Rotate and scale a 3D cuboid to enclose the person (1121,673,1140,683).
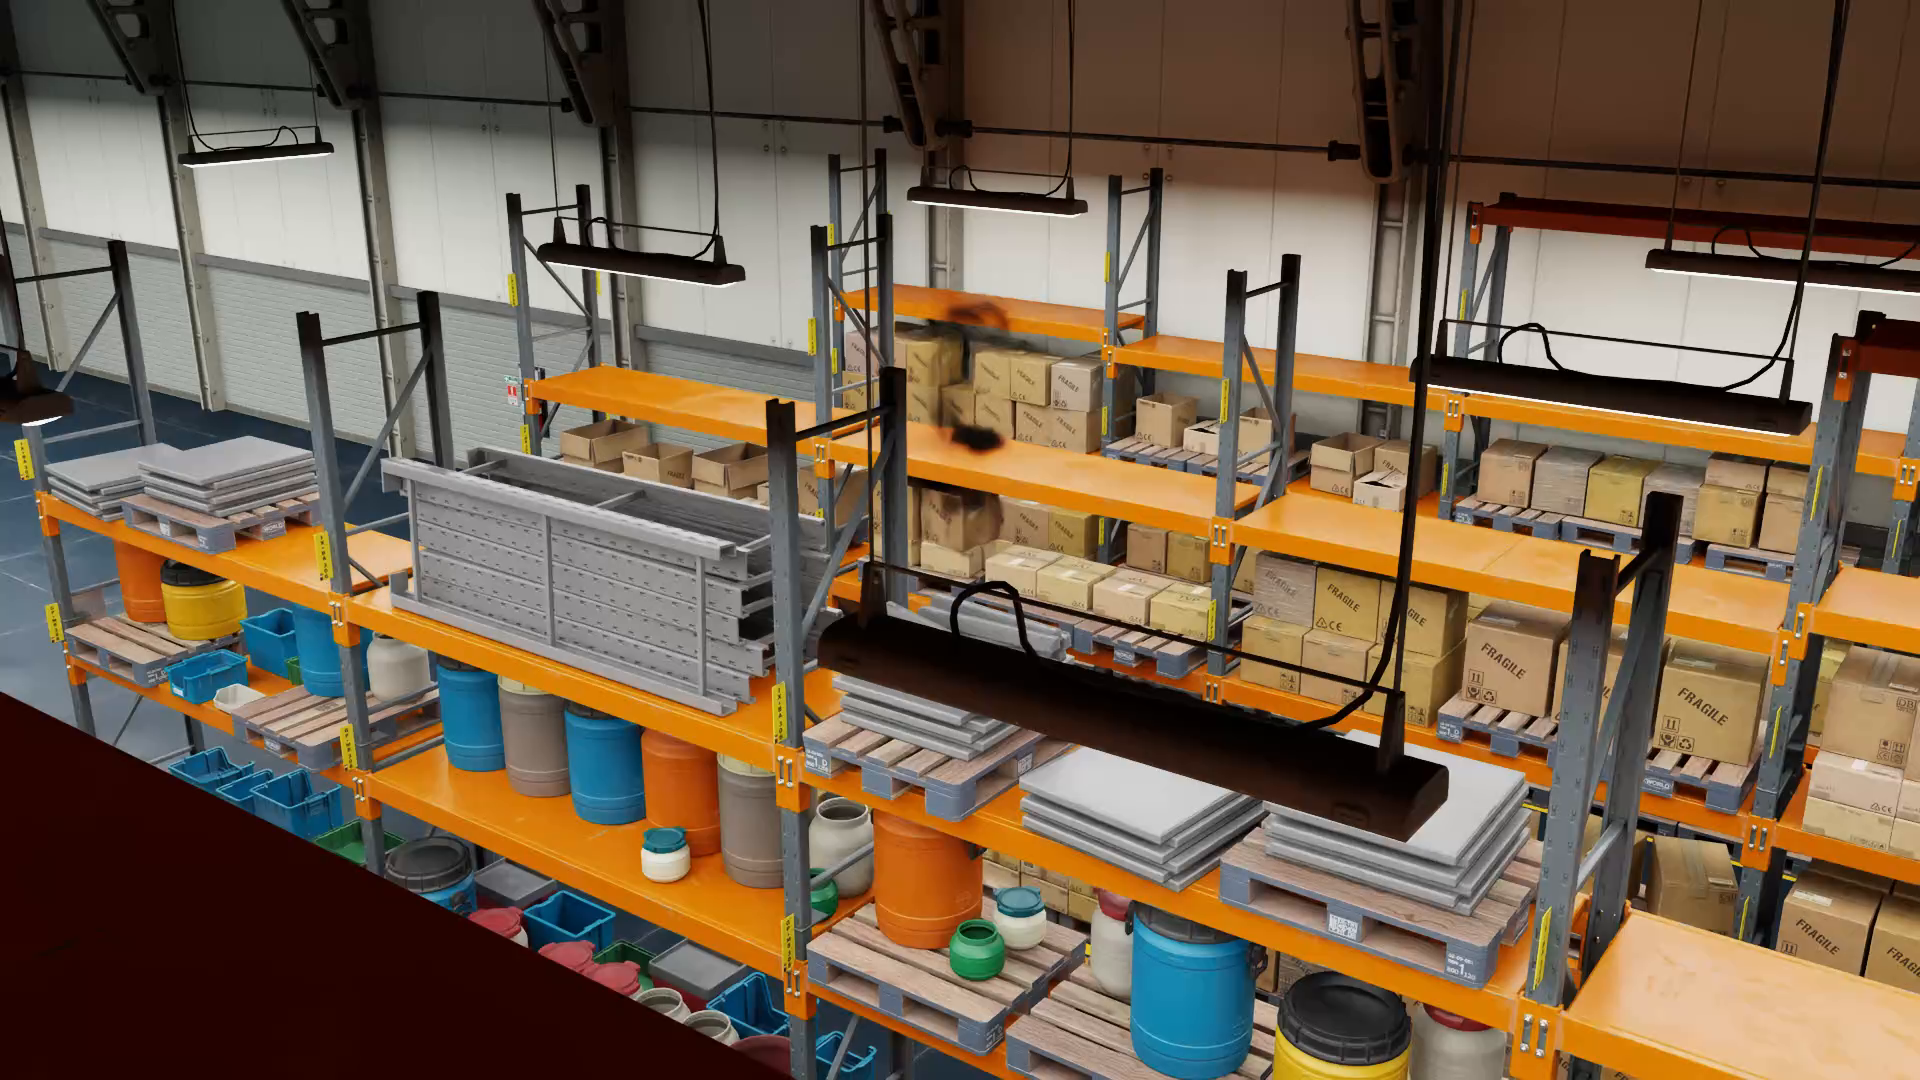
[{"bbox_3d":[1.725,2.117,16.219,0.765,1.678,0.537,13,23,35],"label":"person"}]
